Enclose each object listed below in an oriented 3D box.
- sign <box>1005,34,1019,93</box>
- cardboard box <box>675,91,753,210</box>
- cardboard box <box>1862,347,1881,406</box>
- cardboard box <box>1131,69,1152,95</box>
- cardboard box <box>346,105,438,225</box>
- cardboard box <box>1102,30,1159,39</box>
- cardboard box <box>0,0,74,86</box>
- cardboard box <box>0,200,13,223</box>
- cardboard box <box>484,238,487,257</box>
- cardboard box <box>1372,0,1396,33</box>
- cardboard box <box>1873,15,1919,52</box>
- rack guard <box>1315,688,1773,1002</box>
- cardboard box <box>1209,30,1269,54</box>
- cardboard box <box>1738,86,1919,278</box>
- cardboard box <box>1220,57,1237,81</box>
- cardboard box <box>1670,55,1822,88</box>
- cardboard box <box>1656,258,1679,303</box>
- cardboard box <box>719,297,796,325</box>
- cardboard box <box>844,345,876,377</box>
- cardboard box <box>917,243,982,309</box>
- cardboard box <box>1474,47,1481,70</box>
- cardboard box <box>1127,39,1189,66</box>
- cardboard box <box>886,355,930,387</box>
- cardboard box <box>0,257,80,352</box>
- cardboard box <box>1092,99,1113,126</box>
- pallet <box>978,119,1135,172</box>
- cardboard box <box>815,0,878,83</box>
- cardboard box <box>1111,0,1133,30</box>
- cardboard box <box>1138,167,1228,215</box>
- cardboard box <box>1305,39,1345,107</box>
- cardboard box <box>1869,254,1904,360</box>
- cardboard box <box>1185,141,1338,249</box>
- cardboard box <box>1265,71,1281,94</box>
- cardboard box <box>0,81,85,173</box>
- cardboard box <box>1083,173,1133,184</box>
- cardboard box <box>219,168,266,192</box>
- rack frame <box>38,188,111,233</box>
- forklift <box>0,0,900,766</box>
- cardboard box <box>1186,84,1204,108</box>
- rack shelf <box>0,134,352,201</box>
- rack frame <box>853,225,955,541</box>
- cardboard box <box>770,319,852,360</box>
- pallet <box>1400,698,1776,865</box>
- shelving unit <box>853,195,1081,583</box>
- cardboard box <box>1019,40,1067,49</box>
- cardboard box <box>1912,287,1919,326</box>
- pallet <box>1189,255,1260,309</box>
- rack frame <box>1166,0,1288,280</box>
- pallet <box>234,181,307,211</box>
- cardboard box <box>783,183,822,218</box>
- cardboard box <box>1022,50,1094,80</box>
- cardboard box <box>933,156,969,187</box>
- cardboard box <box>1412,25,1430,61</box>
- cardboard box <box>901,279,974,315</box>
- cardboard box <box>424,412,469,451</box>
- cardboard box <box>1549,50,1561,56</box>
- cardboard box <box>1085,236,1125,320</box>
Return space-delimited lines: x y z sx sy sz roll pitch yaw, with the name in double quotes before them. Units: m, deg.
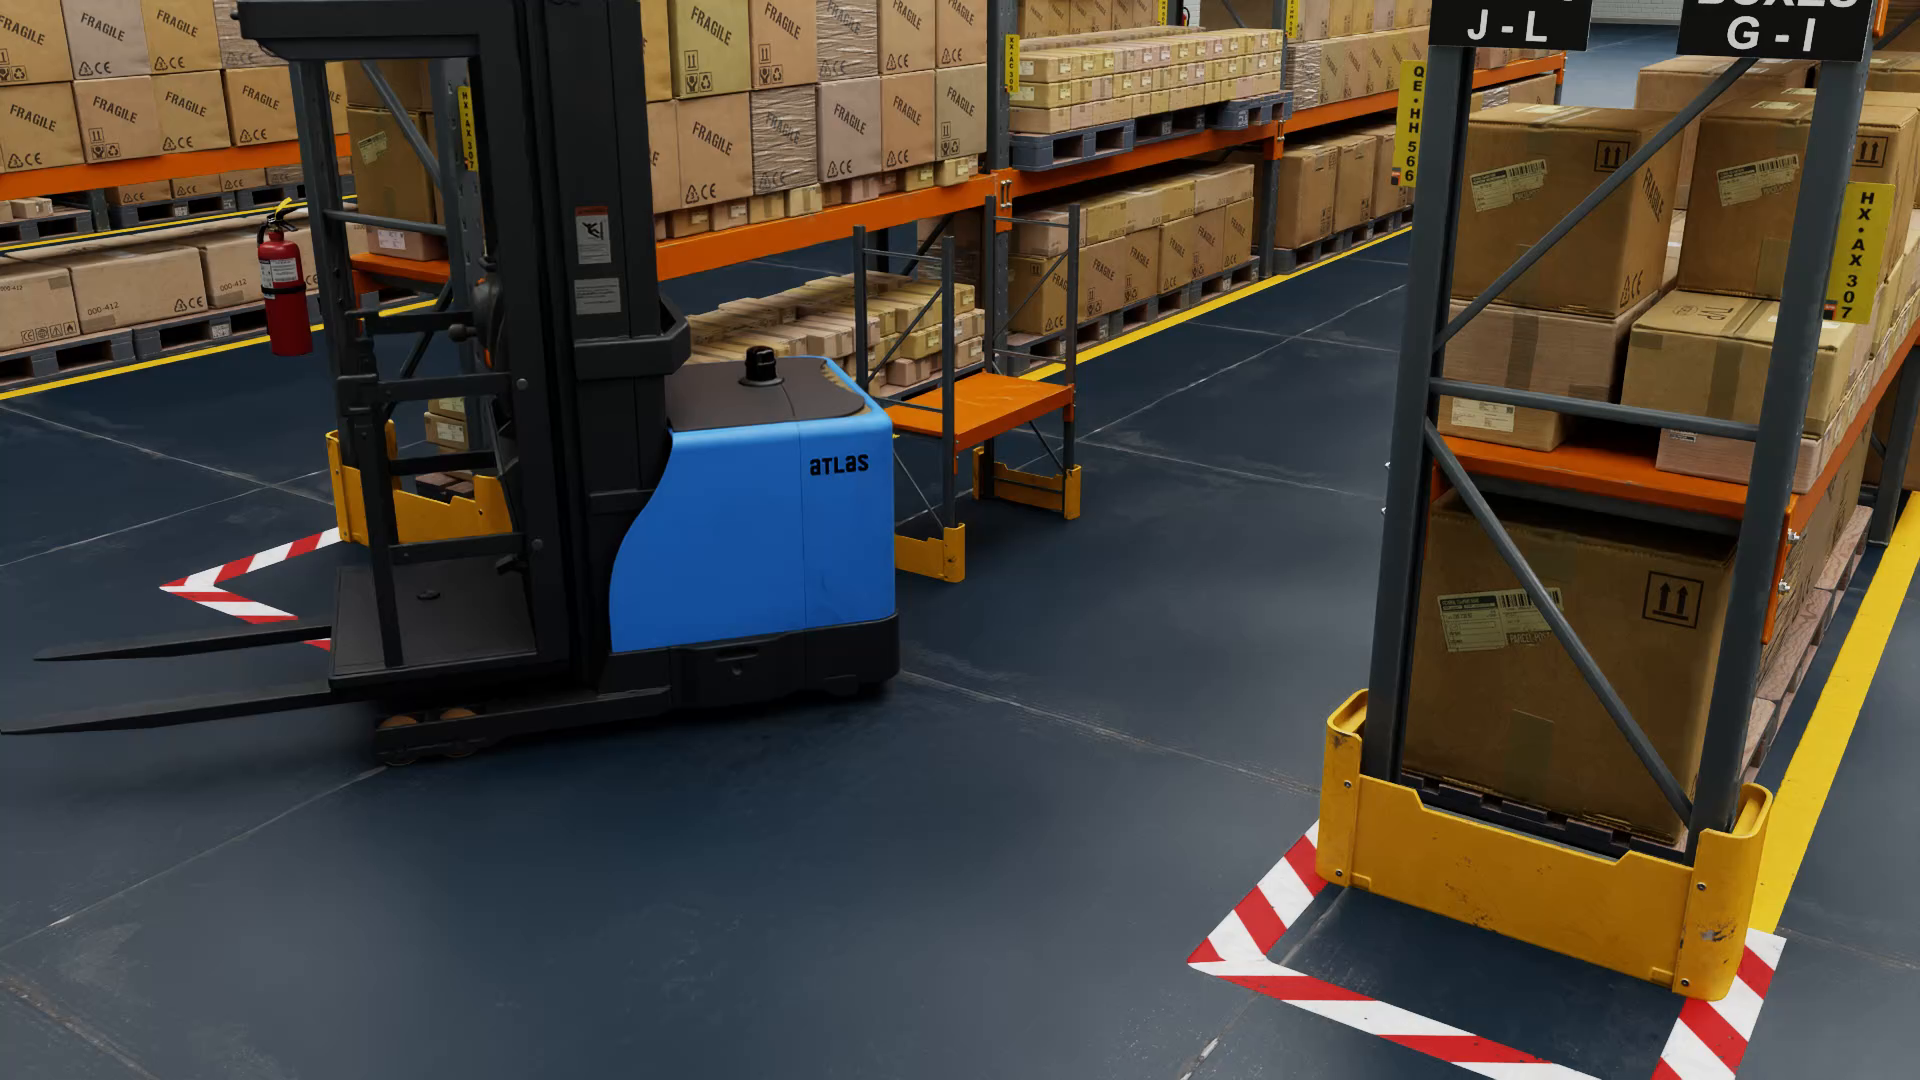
"sign" 0.302 -2.783 9.716 0.100 0.325 0.005 13 24 32
"cardboard box" -1.353 -1.891 7.980 0.500 0.500 0.500 14 24 33
"cardboard box" 2.694 -0.551 5.294 0.380 0.149 0.250 13 24 31
"cardboard box" 1.035 -3.024 10.944 0.380 0.149 0.250 14 25 34
"cardboard box" -2.360 -1.698 7.459 0.500 0.500 0.500 14 24 33
"cardboard box" 1.238 -3.668 12.258 0.380 0.149 0.250 12 24 30
"cardboard box" -5.760 -3.017 10.011 0.500 0.500 0.500 13 24 30
"cardboard box" -8.680 -2.979 14.830 0.396 0.266 0.258 14 25 34
"cardboard box" -1.947 -1.244 7.166 0.380 0.149 0.250 13 24 31
"cardboard box" 3.500 -4.855 14.981 0.700 0.500 0.500 14 24 32
"cardboard box" 4.246 -2.186 7.762 0.797 0.503 0.637 13 24 30
"rack guard" 1.632 0.843 4.766 1.175 0.500 0.348 13 24 32
"cardboard box" 2.058 -3.685 12.301 0.380 0.149 0.250 13 24 31
"cardboard box" 2.706 -1.136 5.218 0.500 0.500 0.500 13 24 30
"cardboard box" 1.761 -3.392 11.938 0.380 0.149 0.250 13 24 32
"cardboard box" 3.130 -1.678 6.683 0.500 0.500 0.500 13 24 32
"cardboard box" 1.984 -0.742 5.234 0.500 0.250 0.500 13 24 31
"cardboard box" -1.160 -1.275 9.534 0.380 0.149 0.250 14 24 33
"cardboard box" -0.692 -1.037 9.321 0.380 0.149 0.250 14 24 33
"cardboard box" 0.057 -1.766 11.214 0.500 0.500 0.500 13 24 31
"cardboard box" 4.834 -5.116 17.057 0.875 0.550 0.550 13 24 32
"cardboard box" 1.325 -3.311 11.292 0.380 0.149 0.250 14 25 33
"cardboard box" -0.400 -1.015 9.688 0.380 0.149 0.250 12 24 30
"cardboard box" -6.262 -1.473 10.512 0.875 0.438 0.875 12 24 30
"cardboard box" 0.745 -2.734 10.590 0.380 0.149 0.250 13 24 32
"pallet" 0.399 -2.581 10.696 1.003 0.211 1.213 13 24 32
"cardboard box" -0.777 -2.655 8.604 0.500 0.500 0.500 14 24 33
"cardboard box" 1.797 -6.551 20.579 0.500 0.500 0.500 13 24 32
"cardboard box" 1.655 -2.610 12.414 0.500 0.250 0.500 14 24 33
"cardboard box" 2.857 -3.898 13.834 0.500 0.500 0.500 13 24 31
"cardboard box" 2.711 -0.785 5.350 0.500 0.250 0.500 12 24 30
"cardboard box" 2.514 -2.927 13.992 1.050 0.750 0.750 13 24 31
"cardboard box" 2.200 -3.476 12.595 0.380 0.149 0.250 14 24 33
"cardboard box" -5.782 -2.548 10.186 0.500 0.500 0.500 13 24 31
"cardboard box" 0.936 -2.569 12.302 0.500 0.250 0.500 13 24 32
"cardboard box" -7.376 -3.800 16.713 0.500 0.500 0.500 12 24 30
"rack frame" -8.409 -4.384 15.292 1.000 3.000 0.127 13 24 32
"forklift" -1.801 -0.808 5.725 3.031 2.935 1.130 -6 21 -17
"cardboard box" 1.475 -3.109 11.603 0.380 0.149 0.250 14 25 33
"rack shelf" -5.426 -2.505 11.252 1.077 0.370 4.000 13 24 32
"rack frame" -0.238 -0.582 7.177 0.500 1.500 0.032 13 24 32
"cardboard box" -0.808 -1.078 9.002 0.380 0.149 0.250 12 24 30
"pallet" 2.030 0.727 5.496 1.003 0.211 1.213 13 24 32
"shelving unit" 0.043 -0.725 7.564 0.587 1.500 1.083 13 24 32
"cardboard box" 0.499 -3.288 11.229 0.380 0.149 0.250 12 24 30
"cardboard box" 3.415 -0.919 6.289 0.380 0.149 0.250 14 24 33
"pallet" 1.657 -2.096 13.128 1.003 0.211 1.213 13 24 32
"rack frame" 2.097 -3.628 13.249 1.000 3.000 0.127 13 24 32
"pallet" -7.298 -3.668 17.377 1.003 0.211 1.213 13 24 32
"cardboard box" -0.938 -1.772 8.595 0.380 0.149 0.250 14 24 33
"cardboard box" 0.602 -2.943 10.297 0.380 0.149 0.250 14 25 33
"cardboard box" -0.173 -2.140 9.588 0.380 0.149 0.250 13 24 30
"cardboard box" 4.274 -4.621 15.789 0.500 0.500 0.500 13 24 32
"cardboard box" -0.136 -1.466 10.052 0.380 0.149 0.250 14 25 33
"cardboard box" -2.339 -0.539 7.974 0.380 0.149 0.250 13 24 30
"cardboard box" 6.423 -5.878 19.117 0.875 0.550 0.550 13 24 32
"cardboard box" 0.780 -1.817 11.352 0.500 0.500 0.500 15 25 34
